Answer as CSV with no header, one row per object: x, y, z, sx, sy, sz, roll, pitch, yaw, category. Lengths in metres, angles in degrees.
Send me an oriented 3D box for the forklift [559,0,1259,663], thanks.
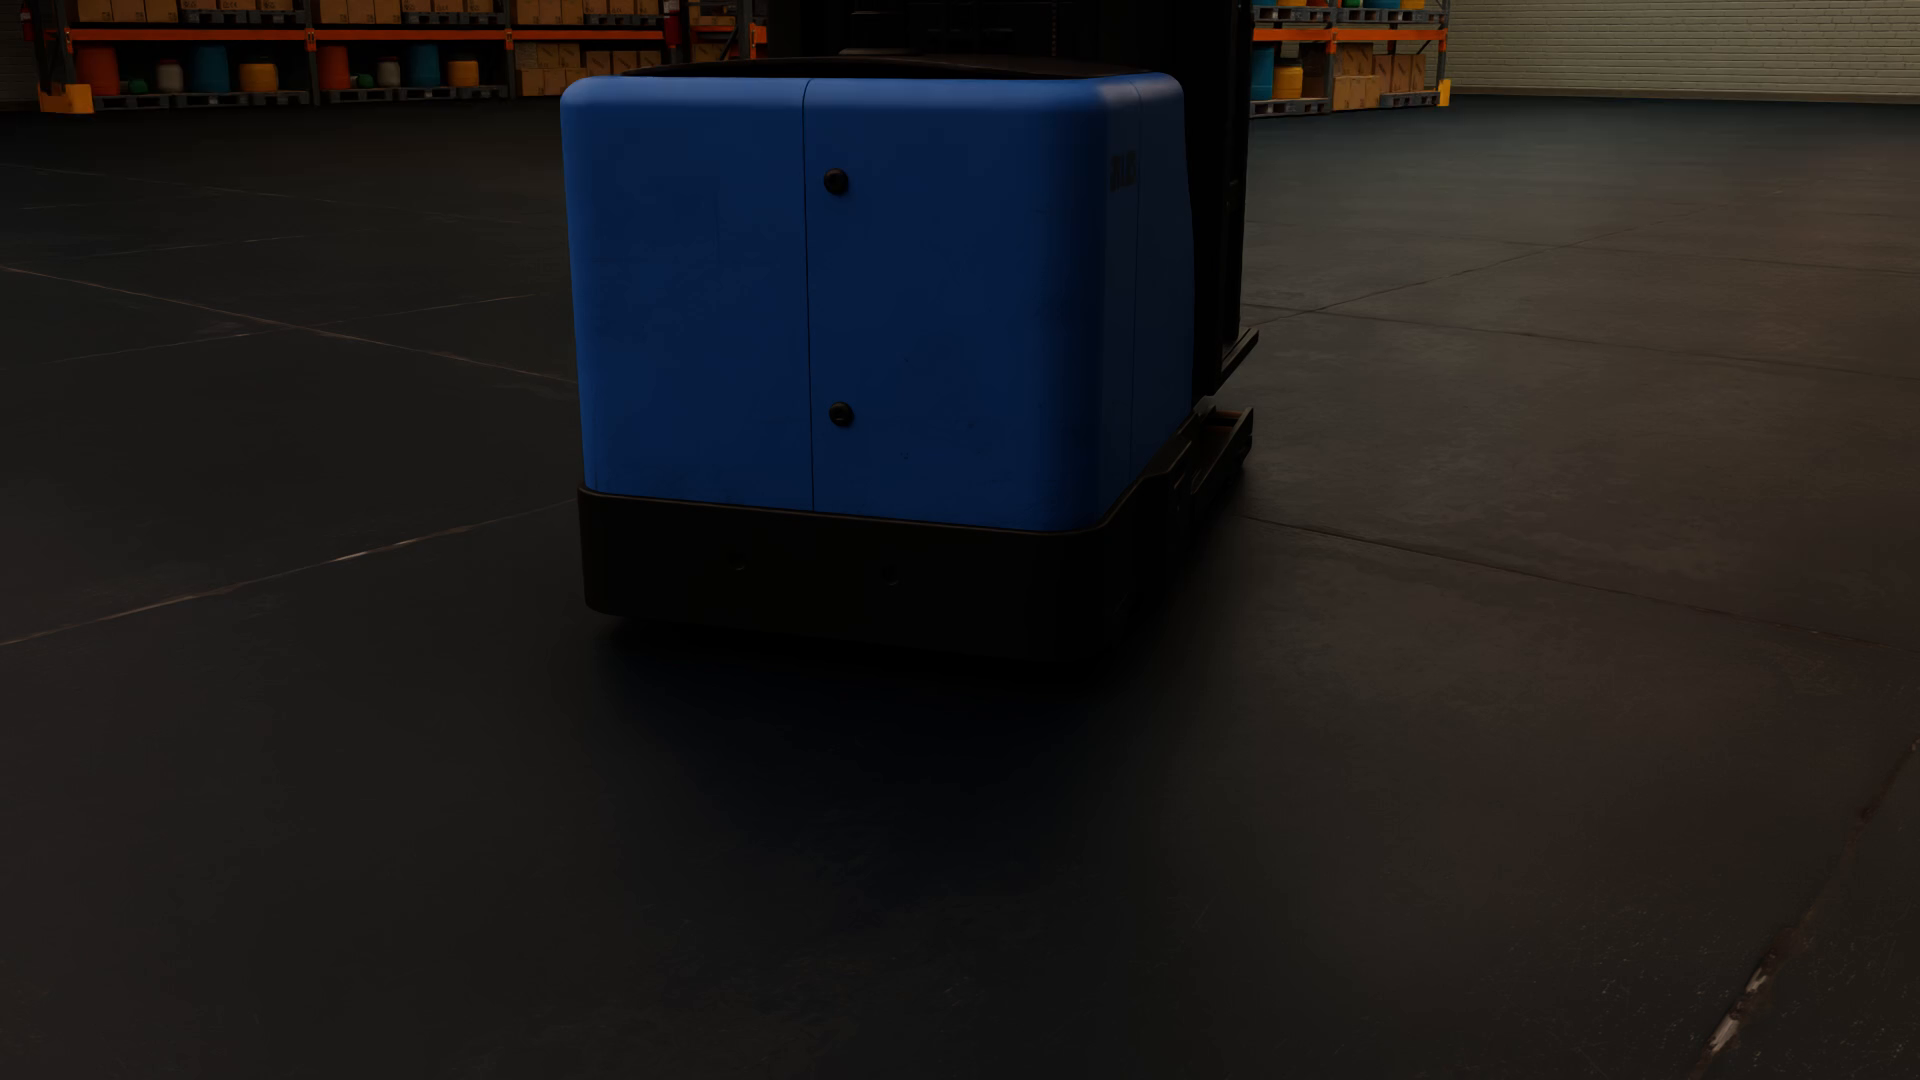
0.182,-1.571,4.072,1.130,2.935,3.031,5,18,17,forklift
